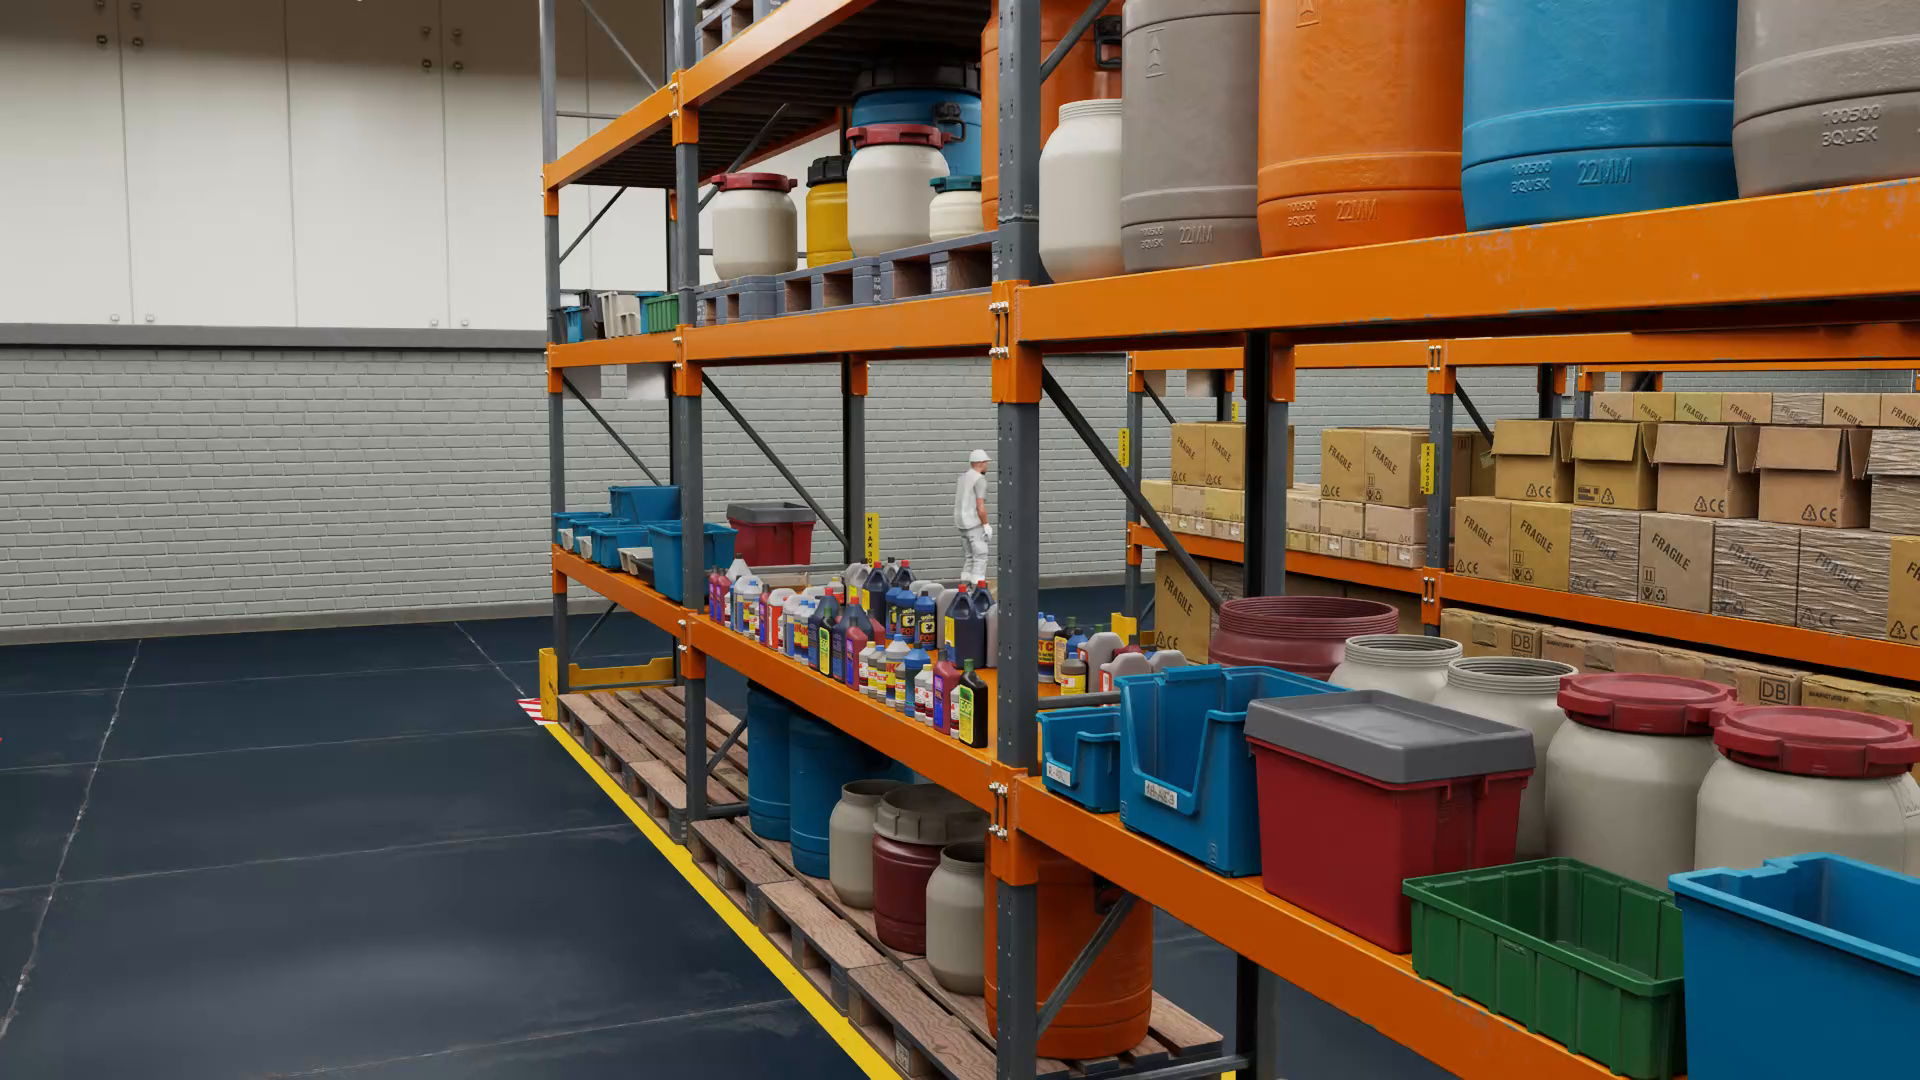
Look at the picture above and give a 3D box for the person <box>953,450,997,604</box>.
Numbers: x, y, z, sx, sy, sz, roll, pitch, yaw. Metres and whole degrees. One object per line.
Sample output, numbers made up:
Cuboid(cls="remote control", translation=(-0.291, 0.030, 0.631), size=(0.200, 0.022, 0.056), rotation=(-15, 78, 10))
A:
Cuboid(cls="person", translation=(0.174, -0.145, 19.081), size=(0.453, 1.778, 0.615), rotation=(-3, 6, -27))
